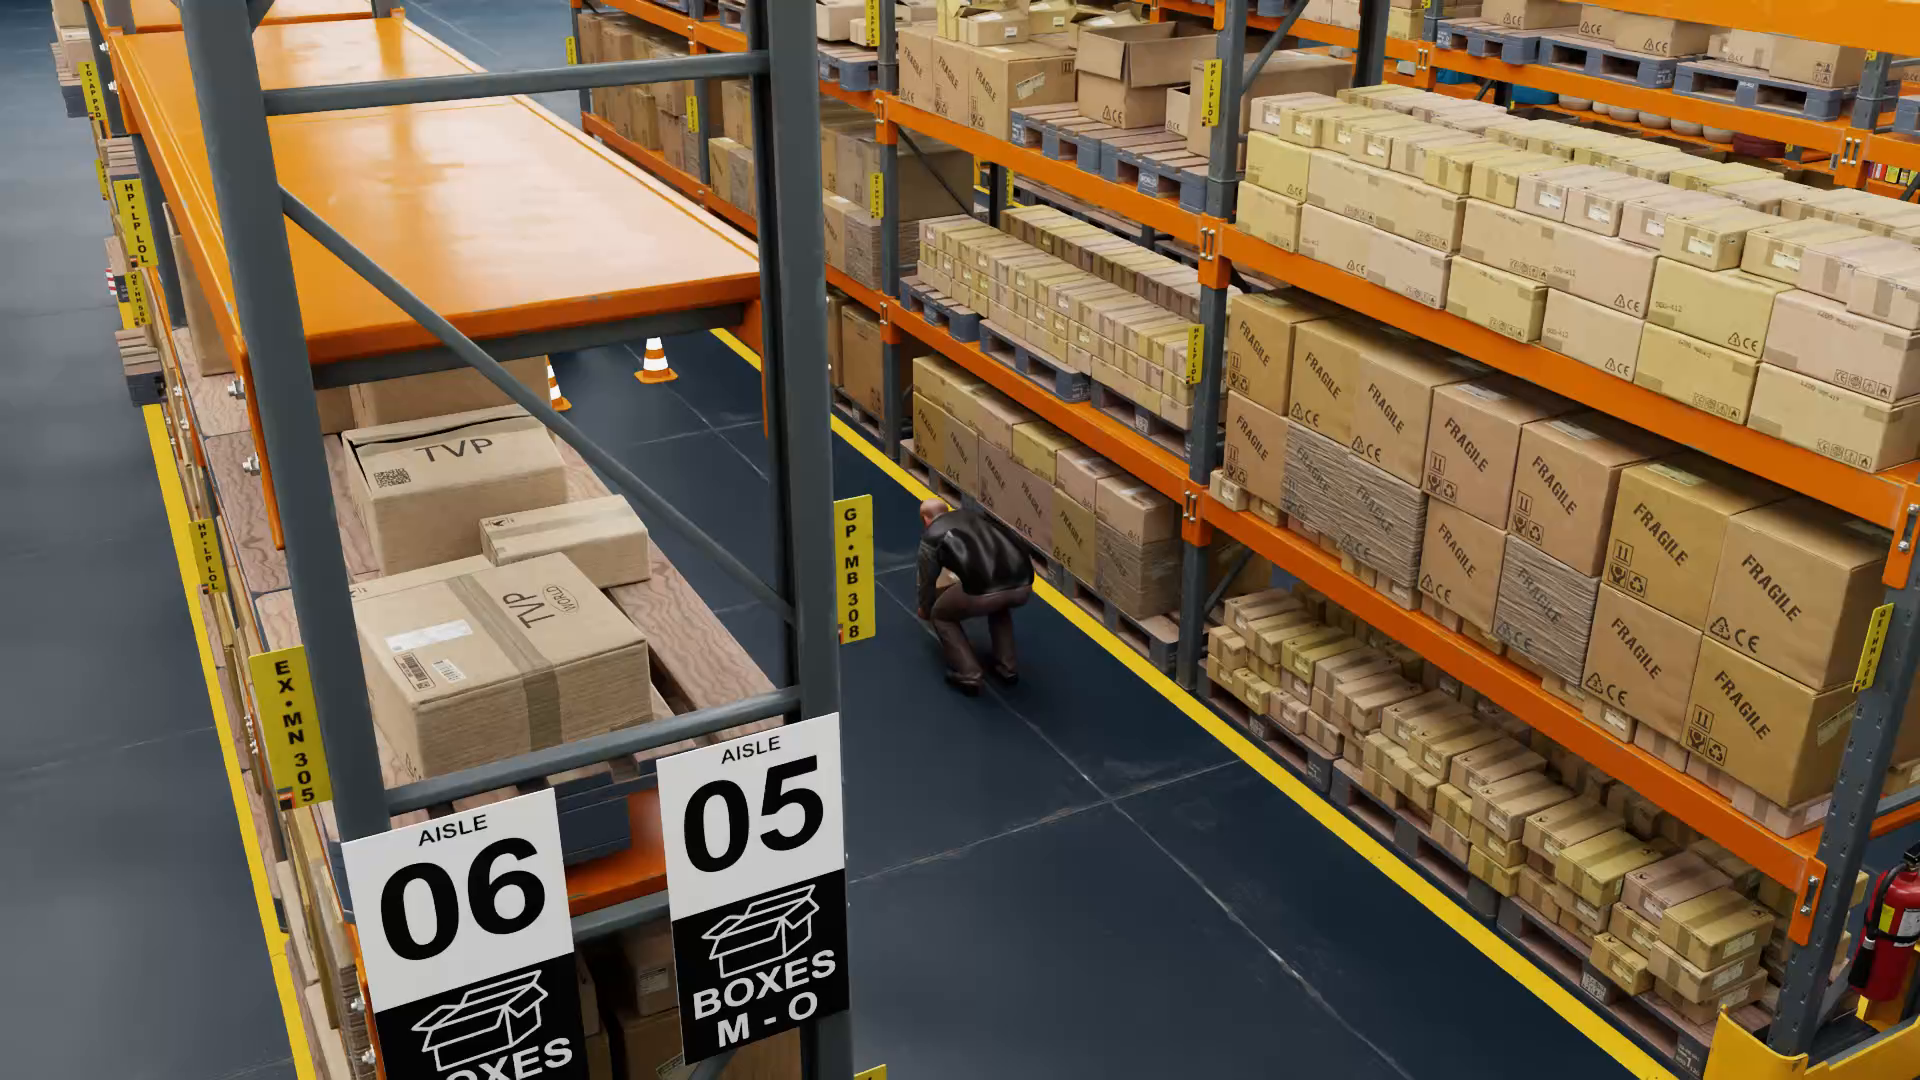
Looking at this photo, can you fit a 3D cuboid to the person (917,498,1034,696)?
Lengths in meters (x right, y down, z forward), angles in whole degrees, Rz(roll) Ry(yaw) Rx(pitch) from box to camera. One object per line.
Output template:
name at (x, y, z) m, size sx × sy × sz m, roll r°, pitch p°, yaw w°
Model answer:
person at (0.049, 0.321, 9.827) m, size 0.517 × 1.007 × 0.949 m, roll -14°, pitch 29°, yaw -28°
